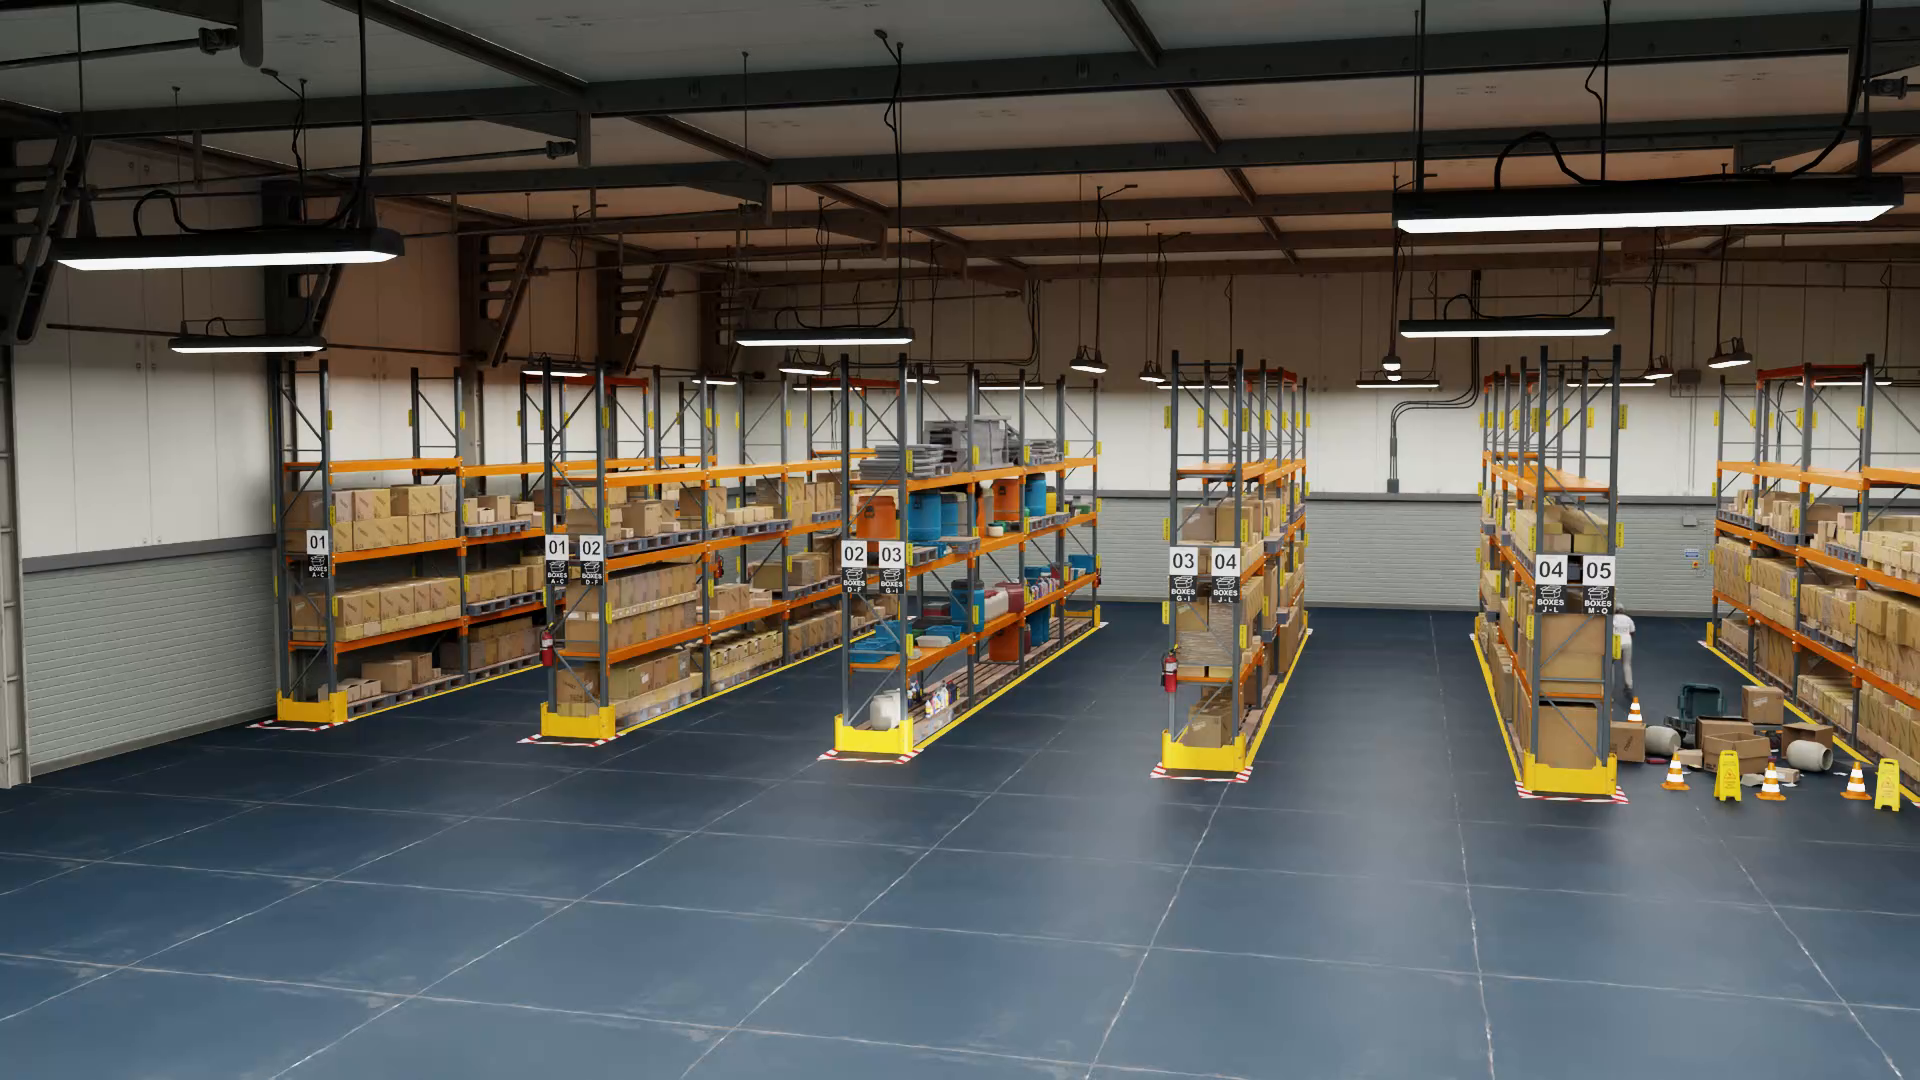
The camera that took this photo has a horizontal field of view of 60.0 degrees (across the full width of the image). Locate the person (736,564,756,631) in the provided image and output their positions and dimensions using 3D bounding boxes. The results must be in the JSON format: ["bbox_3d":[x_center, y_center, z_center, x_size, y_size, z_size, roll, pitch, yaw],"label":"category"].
[{"bbox_3d":[-4.883,1.381,38.804,0.704,1.667,0.860,0,4,6],"label":"person"}]

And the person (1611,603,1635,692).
[{"bbox_3d":[12.131,1.996,30.566,0.601,1.640,0.928,1,4,8],"label":"person"}]
